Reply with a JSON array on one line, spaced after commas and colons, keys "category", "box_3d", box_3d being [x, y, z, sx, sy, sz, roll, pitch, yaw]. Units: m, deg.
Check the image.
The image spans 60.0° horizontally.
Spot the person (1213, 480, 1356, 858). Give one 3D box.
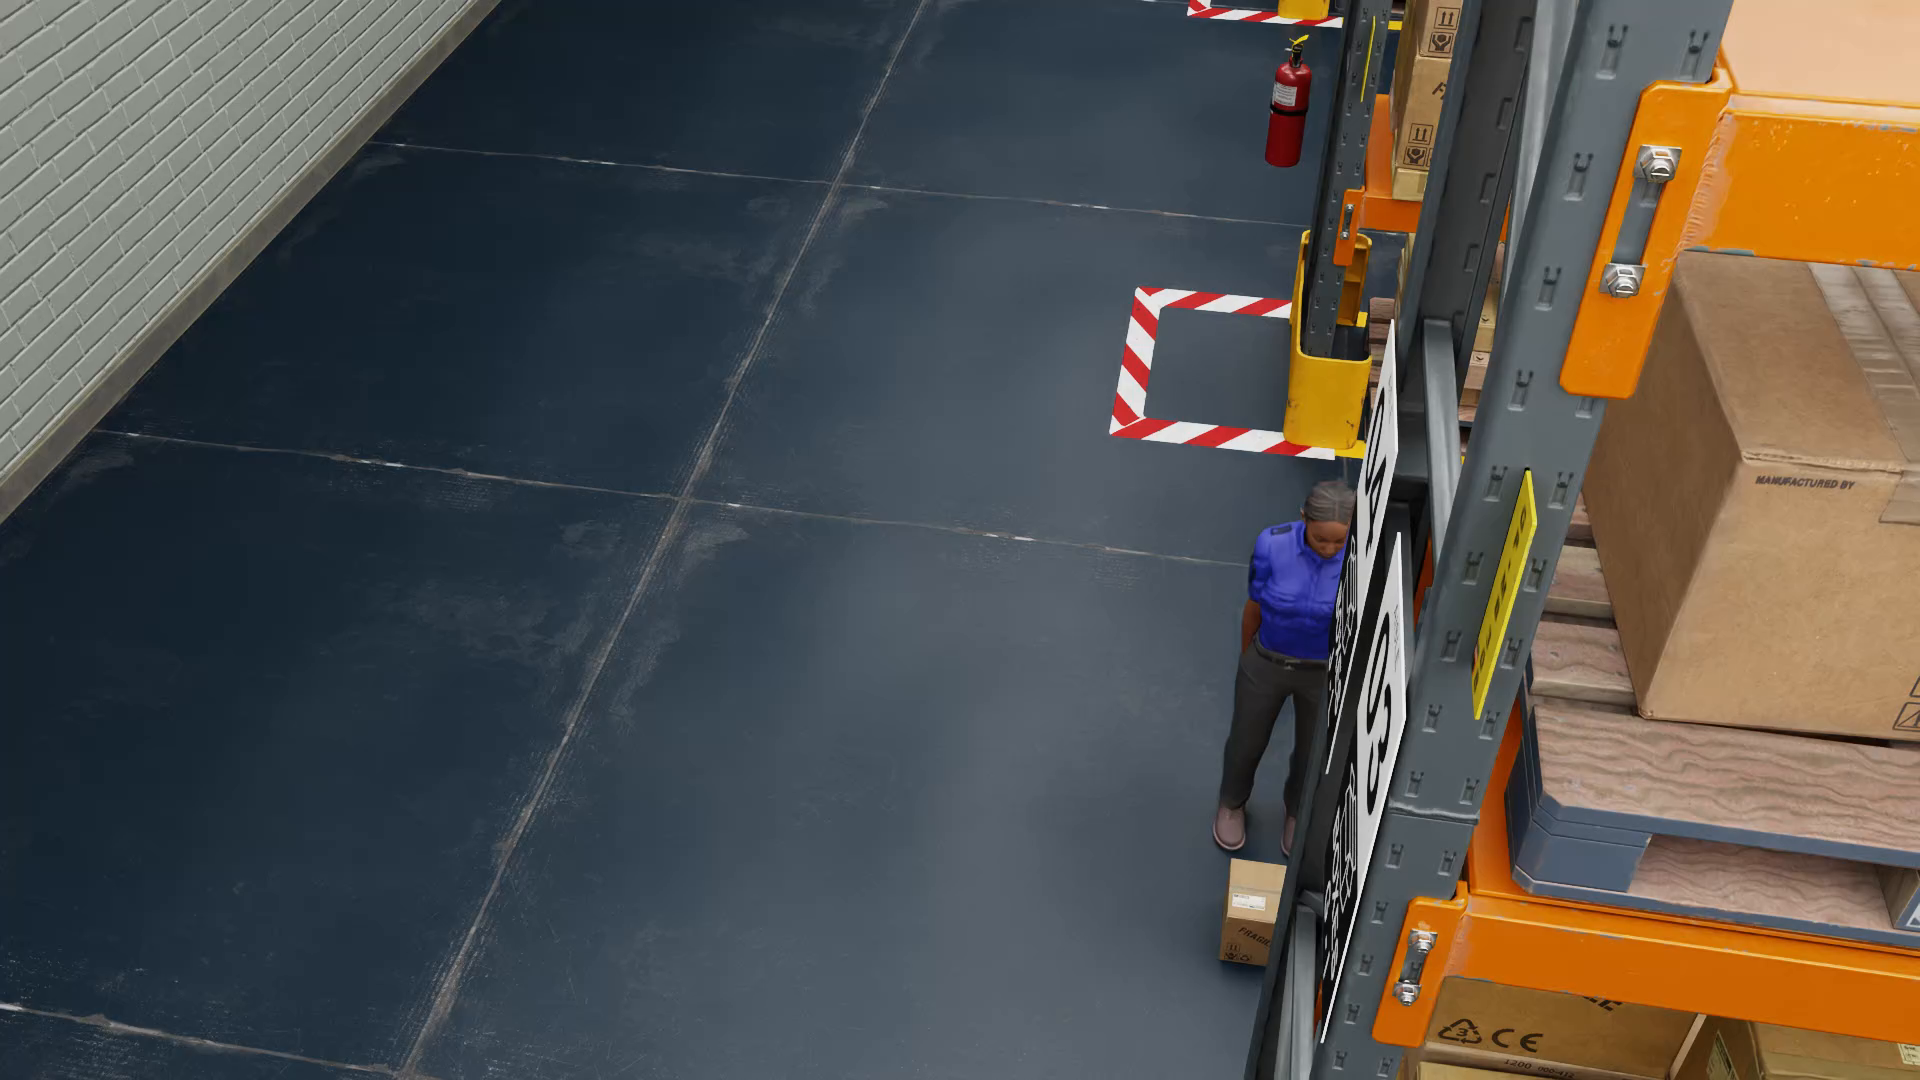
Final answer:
[{"category": "person", "box_3d": [1.154, 0.448, 5.653, 0.440, 1.652, 0.302, 7, 41, 8]}]
